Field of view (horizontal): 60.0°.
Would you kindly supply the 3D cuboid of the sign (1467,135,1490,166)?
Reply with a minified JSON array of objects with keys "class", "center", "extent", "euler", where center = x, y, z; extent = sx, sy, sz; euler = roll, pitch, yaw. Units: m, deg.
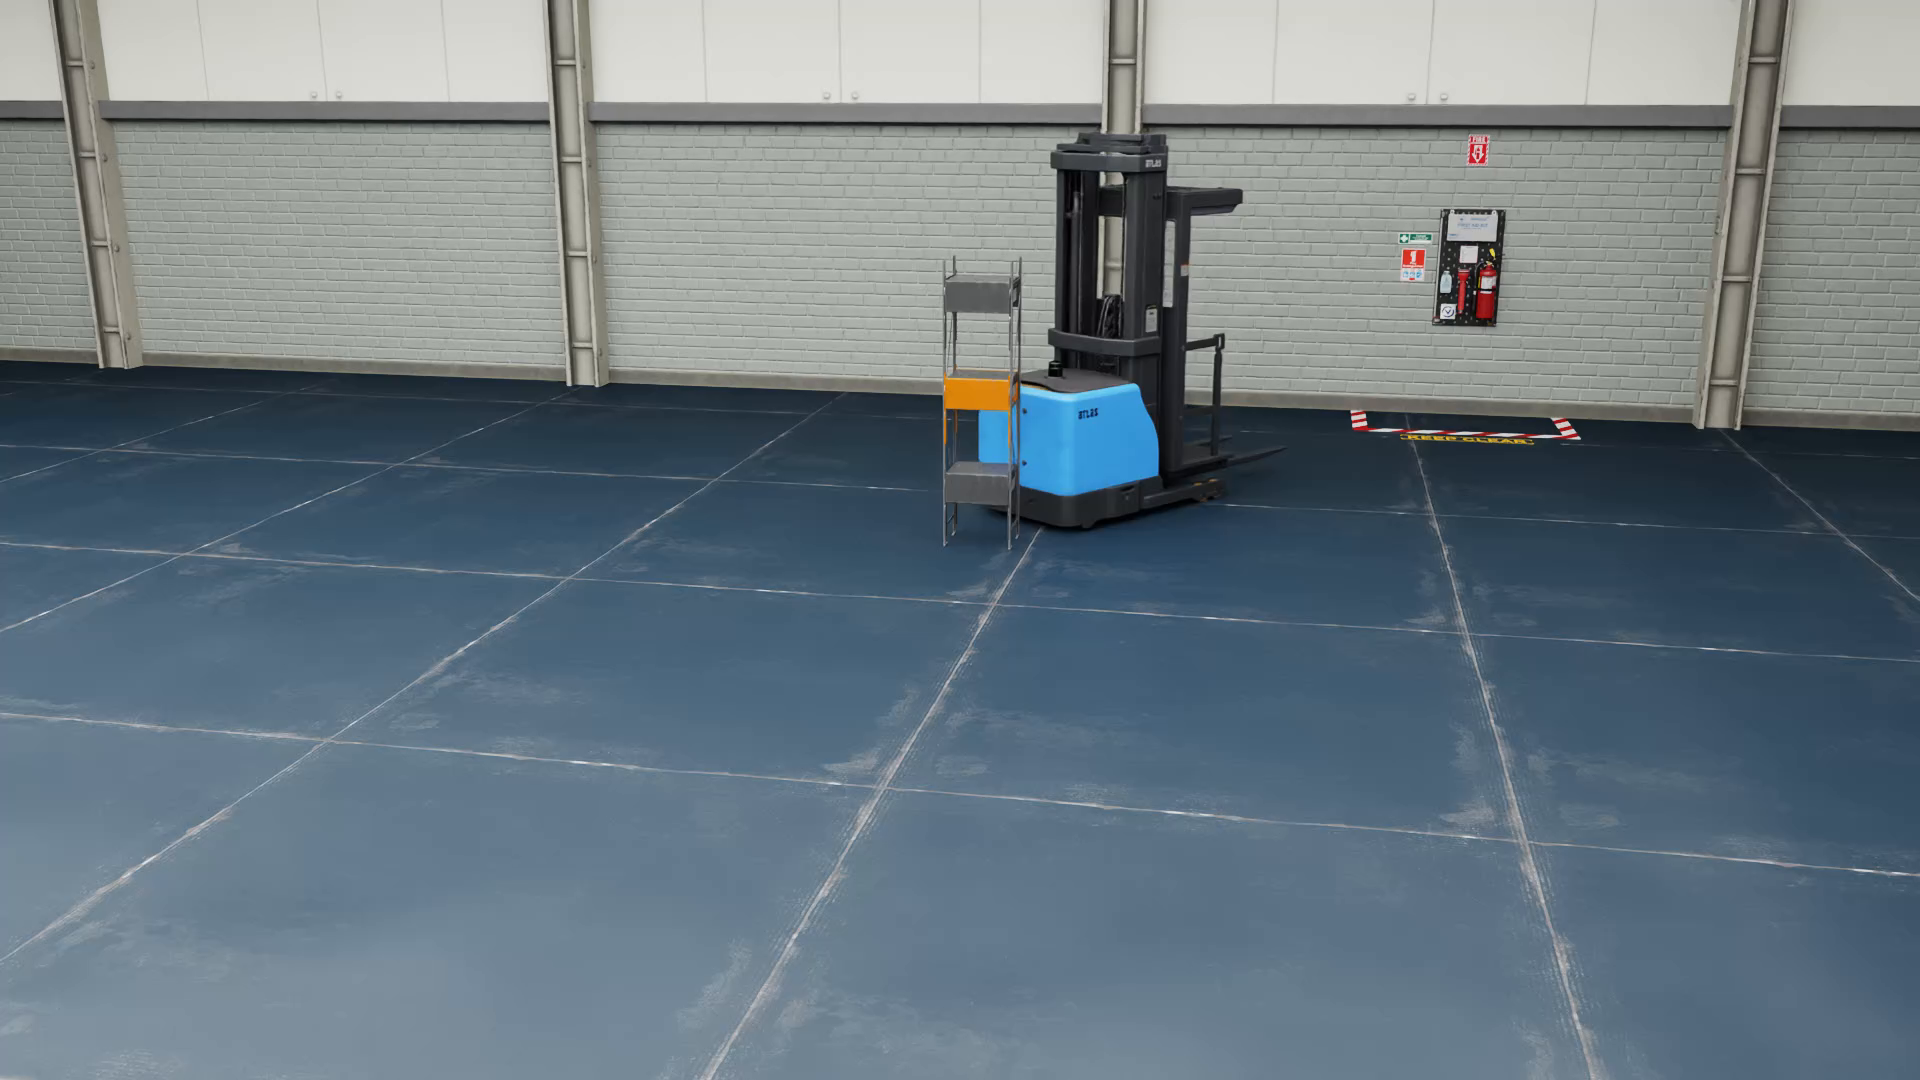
[{"class":"sign","center":[5.137,-3.865,16.485],"extent":[0.199,0.298,0.001],"euler":[3,16,11]}]

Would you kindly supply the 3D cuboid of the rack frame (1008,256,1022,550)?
[{"class":"rack frame","center":[0.401,-0.990,12.133],"extent":[0.015,2.100,0.400],"euler":[3,16,11]}]

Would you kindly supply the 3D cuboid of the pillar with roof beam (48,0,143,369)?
[{"class":"pillar with roof beam","center":[-10.958,-5.303,14.778],"extent":[0.400,9.000,9.100],"euler":[3,16,11]}]

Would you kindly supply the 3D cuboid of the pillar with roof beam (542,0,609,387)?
[{"class":"pillar with roof beam","center":[-5.078,-4.984,13.626],"extent":[0.400,9.000,9.100],"euler":[3,16,11]}]

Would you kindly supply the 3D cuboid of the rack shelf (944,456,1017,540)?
[{"class":"rack shelf","center":[0.162,-0.315,12.370],"extent":[0.480,0.518,0.431],"euler":[3,16,11]}]

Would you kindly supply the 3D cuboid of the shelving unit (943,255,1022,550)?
[{"class":"shelving unit","center":[0.162,-1.003,12.180],"extent":[0.503,2.100,0.431],"euler":[3,16,11]}]

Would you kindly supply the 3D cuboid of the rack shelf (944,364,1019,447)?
[{"class":"rack shelf","center":[0.162,-0.990,12.184],"extent":[0.480,0.518,0.431],"euler":[3,16,11]}]

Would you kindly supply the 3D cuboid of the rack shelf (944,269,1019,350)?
[{"class":"rack shelf","center":[0.162,-1.665,11.997],"extent":[0.480,0.518,0.431],"euler":[3,16,11]}]

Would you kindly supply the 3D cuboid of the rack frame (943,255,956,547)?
[{"class":"rack frame","center":[-0.077,-1.016,12.227],"extent":[0.015,2.100,0.400],"euler":[3,16,11]}]

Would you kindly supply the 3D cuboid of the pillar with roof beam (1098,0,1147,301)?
[{"class":"pillar with roof beam","center":[0.801,-4.664,12.474],"extent":[0.400,9.000,9.100],"euler":[3,16,11]}]

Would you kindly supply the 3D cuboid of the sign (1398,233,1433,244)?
[{"class":"sign","center":[4.606,-3.048,16.817],"extent":[0.331,0.109,0.001],"euler":[3,16,11]}]

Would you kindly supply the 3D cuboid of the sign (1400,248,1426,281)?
[{"class":"sign","center":[4.604,-2.795,16.897],"extent":[0.234,0.329,0.001],"euler":[3,16,11]}]

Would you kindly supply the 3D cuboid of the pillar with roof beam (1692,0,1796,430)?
[{"class":"pillar with roof beam","center":[6.681,-4.345,11.322],"extent":[0.400,9.000,9.100],"euler":[3,16,11]}]

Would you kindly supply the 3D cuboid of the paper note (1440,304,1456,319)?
[{"class":"paper note","center":[4.965,-2.325,16.915],"extent":[0.142,0.148,0.016],"euler":[3,16,11]}]

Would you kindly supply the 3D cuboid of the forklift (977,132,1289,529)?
[{"class":"forklift","center":[1.556,-1.808,13.527],"extent":[3.031,2.935,1.130],"euler":[-14,21,-41]}]

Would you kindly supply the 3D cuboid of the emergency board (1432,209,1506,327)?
[{"class":"emergency board","center":[5.125,-2.722,16.699],"extent":[0.643,1.169,0.194],"euler":[3,16,11]}]
